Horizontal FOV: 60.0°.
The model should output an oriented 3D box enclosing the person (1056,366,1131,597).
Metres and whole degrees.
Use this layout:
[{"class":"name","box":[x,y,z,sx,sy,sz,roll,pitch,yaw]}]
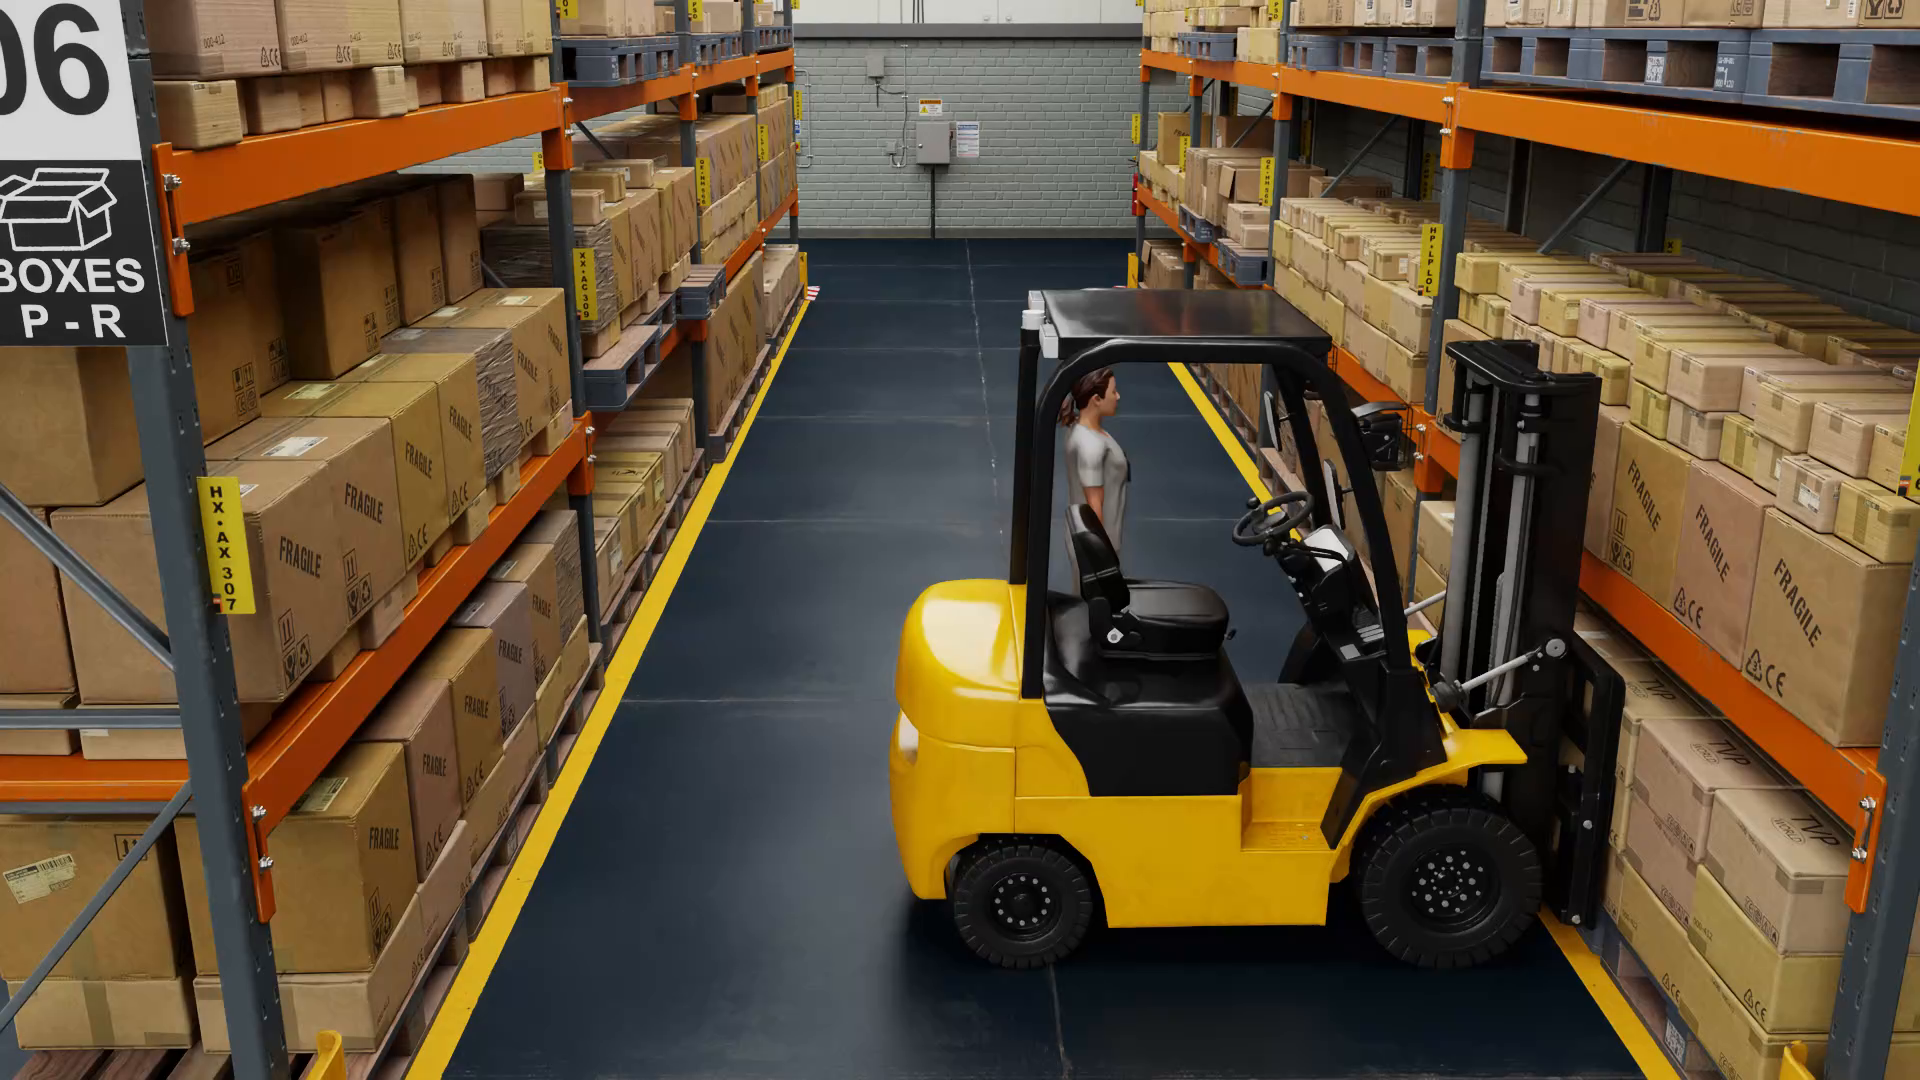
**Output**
[{"class":"person","box":[0.587,0.037,7.476,0.355,1.690,0.438,0,17,0]}]
